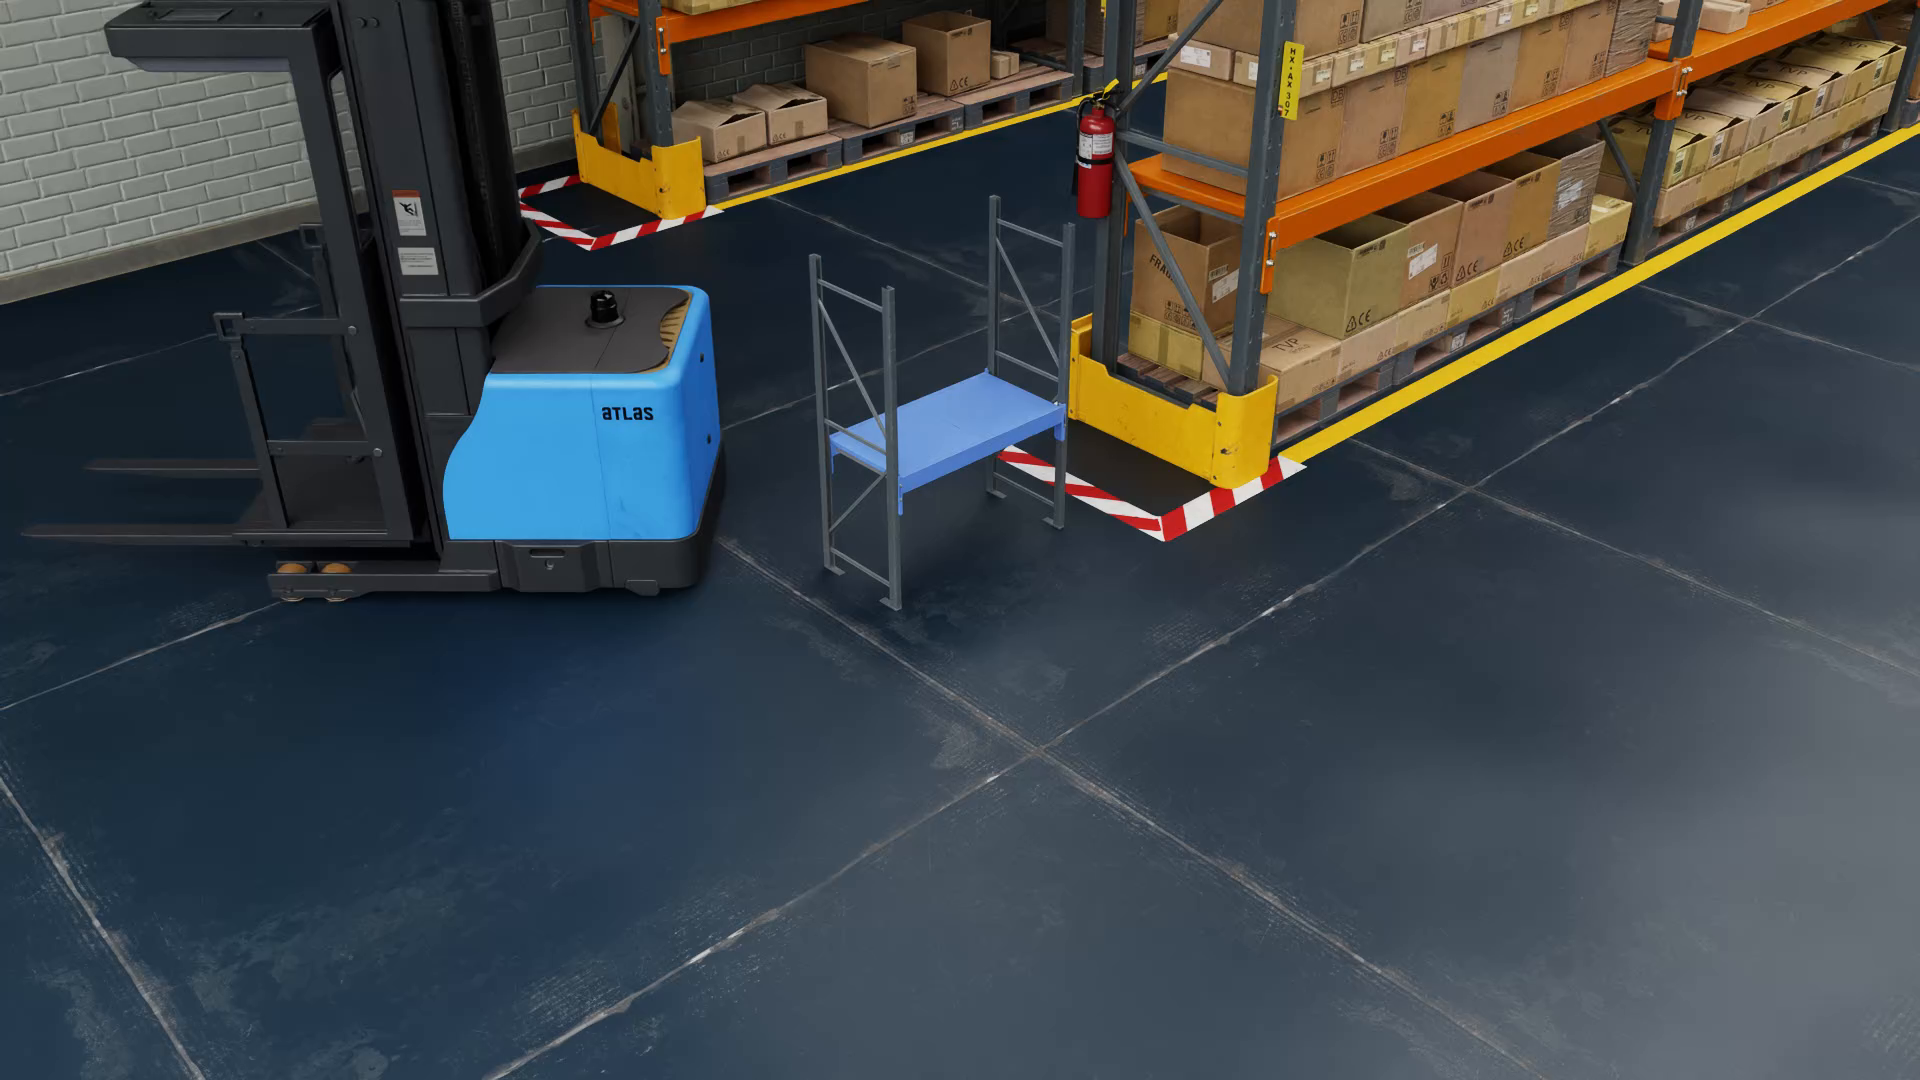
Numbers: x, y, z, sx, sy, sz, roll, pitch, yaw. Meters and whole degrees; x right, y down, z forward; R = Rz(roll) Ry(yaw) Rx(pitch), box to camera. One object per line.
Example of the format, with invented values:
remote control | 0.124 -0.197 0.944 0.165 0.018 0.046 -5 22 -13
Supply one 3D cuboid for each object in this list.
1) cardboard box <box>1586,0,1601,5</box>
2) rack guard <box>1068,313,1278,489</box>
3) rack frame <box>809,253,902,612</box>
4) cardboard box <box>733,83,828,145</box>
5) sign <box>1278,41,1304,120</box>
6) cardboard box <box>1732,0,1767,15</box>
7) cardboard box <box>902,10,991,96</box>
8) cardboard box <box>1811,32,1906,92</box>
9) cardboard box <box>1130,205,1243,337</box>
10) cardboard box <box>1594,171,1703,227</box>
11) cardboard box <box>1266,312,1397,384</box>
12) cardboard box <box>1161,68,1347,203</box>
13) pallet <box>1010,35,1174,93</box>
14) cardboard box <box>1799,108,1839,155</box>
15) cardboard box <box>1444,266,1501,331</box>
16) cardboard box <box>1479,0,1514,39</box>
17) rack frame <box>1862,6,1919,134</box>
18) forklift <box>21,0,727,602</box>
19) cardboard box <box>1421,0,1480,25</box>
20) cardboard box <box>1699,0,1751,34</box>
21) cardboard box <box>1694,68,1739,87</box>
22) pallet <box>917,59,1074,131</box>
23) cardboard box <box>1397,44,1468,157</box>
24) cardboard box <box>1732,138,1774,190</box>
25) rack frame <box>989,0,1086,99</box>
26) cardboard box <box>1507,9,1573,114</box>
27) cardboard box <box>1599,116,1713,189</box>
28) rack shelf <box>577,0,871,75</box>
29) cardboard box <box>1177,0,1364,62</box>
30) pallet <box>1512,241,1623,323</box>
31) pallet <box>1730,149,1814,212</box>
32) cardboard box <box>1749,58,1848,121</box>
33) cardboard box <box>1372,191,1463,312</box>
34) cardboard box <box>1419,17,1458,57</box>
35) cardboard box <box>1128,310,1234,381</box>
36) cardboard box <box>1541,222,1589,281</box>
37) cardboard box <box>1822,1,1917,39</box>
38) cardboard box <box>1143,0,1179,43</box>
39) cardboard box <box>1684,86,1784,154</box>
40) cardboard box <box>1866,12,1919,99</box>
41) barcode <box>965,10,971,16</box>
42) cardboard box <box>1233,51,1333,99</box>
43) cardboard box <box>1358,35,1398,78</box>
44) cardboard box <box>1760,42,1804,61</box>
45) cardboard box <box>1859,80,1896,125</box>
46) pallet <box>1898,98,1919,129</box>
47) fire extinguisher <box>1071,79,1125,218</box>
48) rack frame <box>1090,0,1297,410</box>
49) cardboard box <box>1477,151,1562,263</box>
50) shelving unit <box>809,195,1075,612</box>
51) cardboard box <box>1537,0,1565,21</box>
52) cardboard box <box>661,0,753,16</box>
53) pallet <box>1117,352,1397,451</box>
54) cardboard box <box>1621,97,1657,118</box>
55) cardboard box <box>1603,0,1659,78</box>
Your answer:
cardboard box | 3.380 -3.093 9.216 0.250 0.149 0.380 -26 40 -36
rack guard | 1.048 -0.733 8.469 0.348 0.500 1.175 -26 40 -35
rack frame | -0.435 -0.429 7.014 0.032 1.500 0.500 -26 40 -35
cardboard box | -1.319 -3.155 12.191 0.500 0.311 0.500 -22 38 -32
sign | 1.439 -1.997 7.234 0.005 0.325 0.100 -26 40 -35
cardboard box | 4.959 -3.722 10.866 0.500 0.500 0.500 -23 38 -32
cardboard box | -0.106 -3.858 13.159 0.500 0.500 0.500 26 40 35
cardboard box | 6.715 -3.611 12.475 0.500 0.311 0.500 -25 39 -34
cardboard box | 1.257 -1.438 8.741 0.500 0.500 0.500 -26 40 -35
cardboard box | 4.463 -2.281 10.838 0.500 0.250 0.500 -27 40 -37
cardboard box | 1.974 -1.098 8.903 0.500 0.250 0.500 -26 40 -35
cardboard box | 1.417 -2.011 8.068 0.500 0.500 0.700 -26 40 -35
pallet | 1.198 -4.207 14.428 1.213 0.211 1.003 -26 40 -35
cardboard box | 5.966 -3.010 12.031 0.500 0.250 0.500 -25 39 -34
cardboard box | 2.711 -1.451 9.480 0.500 0.250 0.500 -26 40 -35
cardboard box | 2.627 -2.729 8.620 0.250 0.149 0.380 -25 40 -35
rack frame | 6.932 -4.646 12.472 0.127 3.000 1.000 -26 40 -35
forklift | -2.647 -1.255 6.994 3.031 2.935 1.130 0 31 0
cardboard box | 2.206 -2.951 8.362 0.500 0.500 0.700 -26 40 -35
cardboard box | 4.787 -3.356 10.603 0.250 0.149 0.380 -26 40 -35
cardboard box | 5.217 -3.265 11.910 0.500 0.311 0.500 -26 40 -36
pallet | 0.159 -3.679 13.564 1.213 0.211 1.003 -26 40 -35
cardboard box | 2.166 -2.373 8.660 0.500 0.500 0.700 -26 40 -35
cardboard box | 5.217 -2.647 11.436 0.500 0.250 0.500 -27 41 -37
rack frame | 0.628 -5.120 13.248 0.127 3.000 1.000 -26 40 -35
cardboard box | 2.925 -2.744 9.266 0.500 0.500 0.700 -25 39 -35
cardboard box | 4.471 -2.523 10.697 0.500 0.311 0.500 -26 40 -35
rack shelf | -0.839 -4.104 12.276 4.000 0.370 1.077 -26 40 -35
cardboard box | 1.455 -2.584 7.760 0.500 0.500 0.700 -26 40 -35
pallet | 3.387 -1.771 10.444 1.213 0.211 1.003 -26 40 -35
pallet | 5.407 -2.748 12.042 1.213 0.211 1.003 -26 40 -35
cardboard box | 5.967 -3.246 11.879 0.500 0.311 0.500 -26 40 -36
cardboard box | 2.333 -1.599 9.005 0.500 0.500 0.500 -26 40 -35
cardboard box | 2.256 -2.551 8.329 0.250 0.149 0.380 -27 41 -37
cardboard box | 1.258 -1.117 8.935 0.500 0.250 0.500 -26 40 -35
cardboard box | 3.434 -1.811 10.070 0.500 0.250 0.500 -26 40 -35
cardboard box | 7.458 -4.188 13.699 0.500 0.500 0.500 -24 39 -34
cardboard box | 1.501 -4.712 14.554 0.500 0.500 0.700 -27 40 -36
cardboard box | 5.220 -2.883 11.285 0.500 0.311 0.500 -27 41 -37
cardboard box | 7.460 -3.819 13.094 0.500 0.500 0.500 -24 39 -34
barcode | 0.069 -4.278 13.539 0.075 0.075 0.001 -26 40 -35
cardboard box | 1.500 -2.184 7.729 0.250 0.149 0.380 -26 40 -36
cardboard box | 1.875 -2.367 8.028 0.250 0.149 0.380 -26 40 -35
cardboard box | 5.969 -3.628 12.503 0.500 0.311 0.500 -27 40 -37
cardboard box | 6.712 -3.372 12.622 0.500 0.250 0.500 -25 39 -34
pallet | 7.505 -3.706 13.609 1.213 0.211 1.003 -26 40 -35
fire extinguisher | 0.663 -1.911 8.074 0.183 0.674 0.296 -26 40 -35
rack frame | 1.066 -1.808 7.831 0.127 3.000 1.000 -26 40 -35
cardboard box | 3.069 -1.953 9.583 0.500 0.500 0.500 -26 40 -35
shelving unit | -0.063 -0.610 7.309 1.048 1.500 0.538 -26 40 -35
cardboard box | 3.013 -2.918 8.929 0.250 0.149 0.380 -25 39 -34
cardboard box | -1.732 -3.698 11.046 0.500 0.250 0.500 -27 41 -37
pallet | 1.598 -0.906 9.029 1.213 0.211 1.003 -26 40 -35
cardboard box | 4.478 -2.912 11.333 0.500 0.311 0.500 -25 39 -34
cardboard box | 3.678 -3.110 9.864 0.500 0.500 0.700 -27 41 -37
